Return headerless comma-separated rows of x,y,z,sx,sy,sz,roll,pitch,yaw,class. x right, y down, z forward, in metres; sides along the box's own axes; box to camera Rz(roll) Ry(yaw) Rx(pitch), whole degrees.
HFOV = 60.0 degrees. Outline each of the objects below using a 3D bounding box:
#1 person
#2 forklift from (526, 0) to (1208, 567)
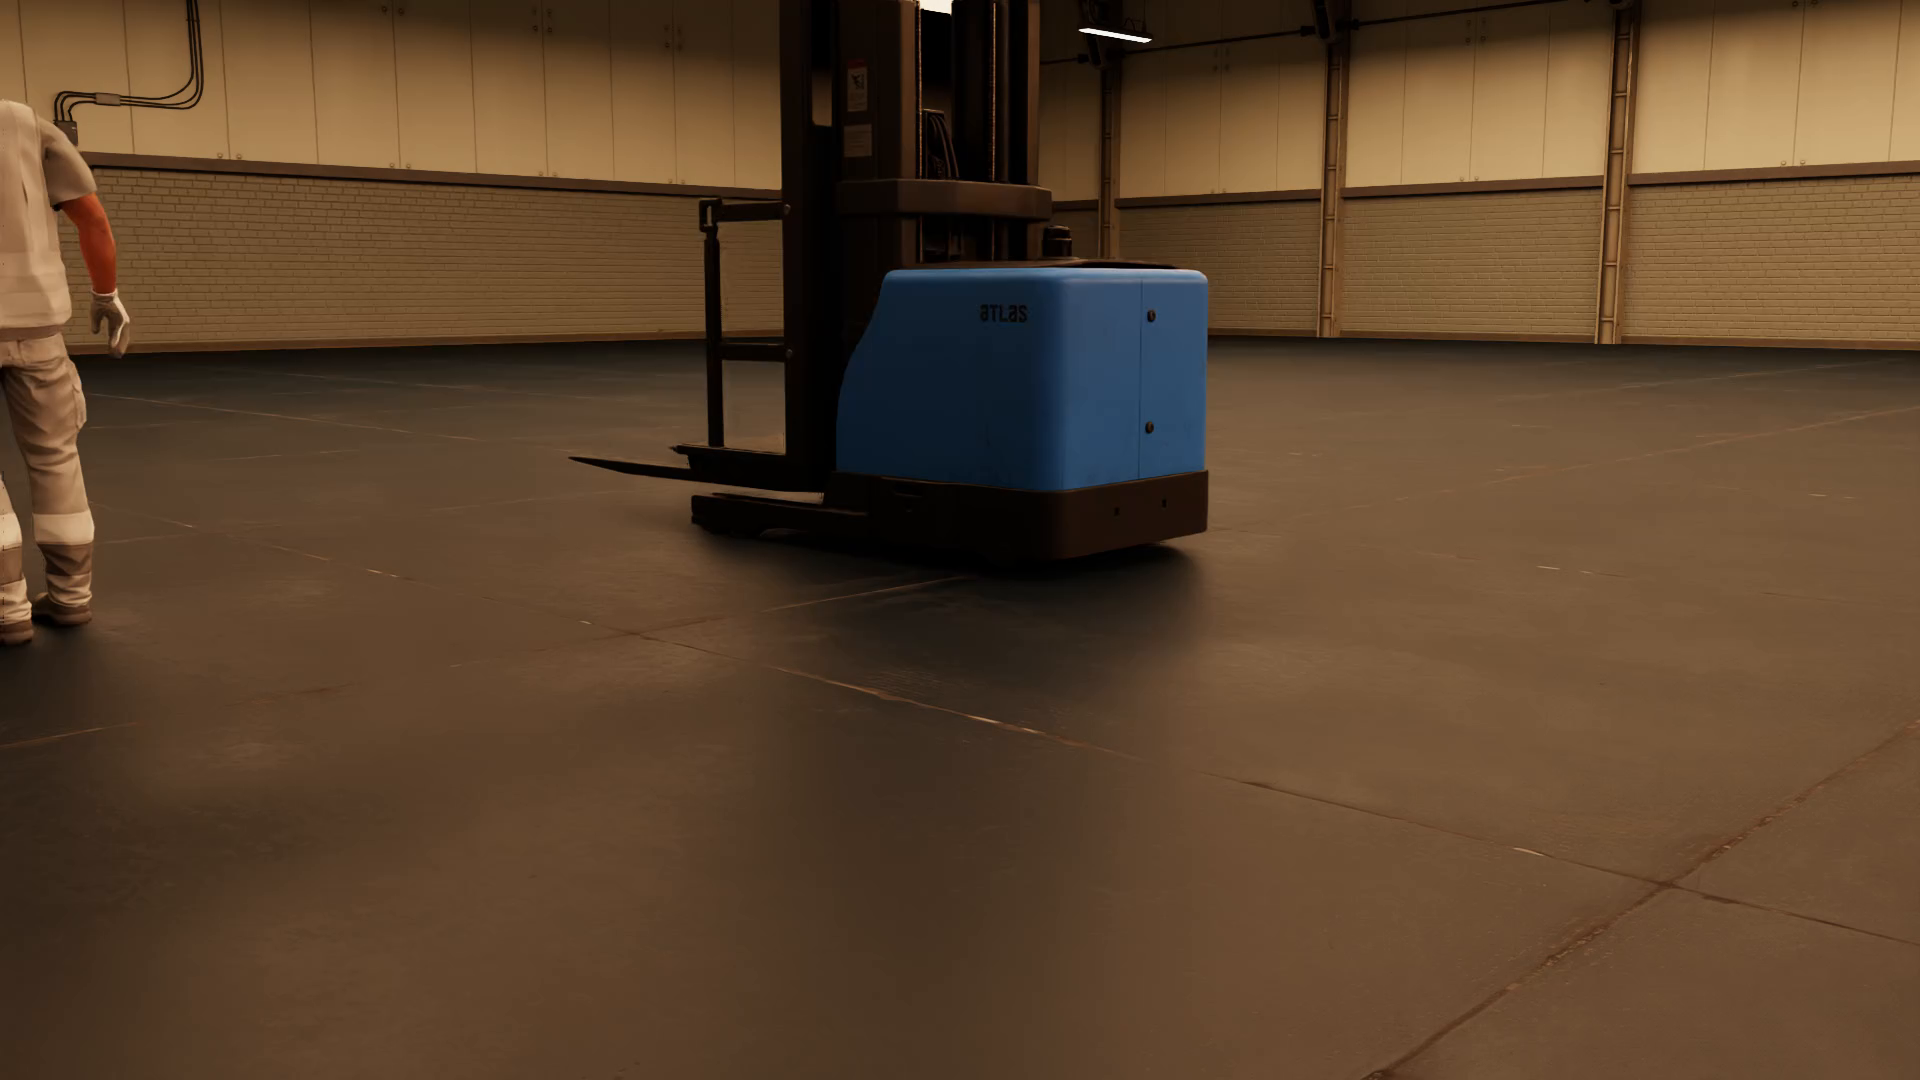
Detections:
-2.803,-0.616,4.793,0.695,1.793,0.546,-8,12,-43,person
-0.531,-1.498,6.825,3.031,2.935,1.130,6,10,33,forklift
